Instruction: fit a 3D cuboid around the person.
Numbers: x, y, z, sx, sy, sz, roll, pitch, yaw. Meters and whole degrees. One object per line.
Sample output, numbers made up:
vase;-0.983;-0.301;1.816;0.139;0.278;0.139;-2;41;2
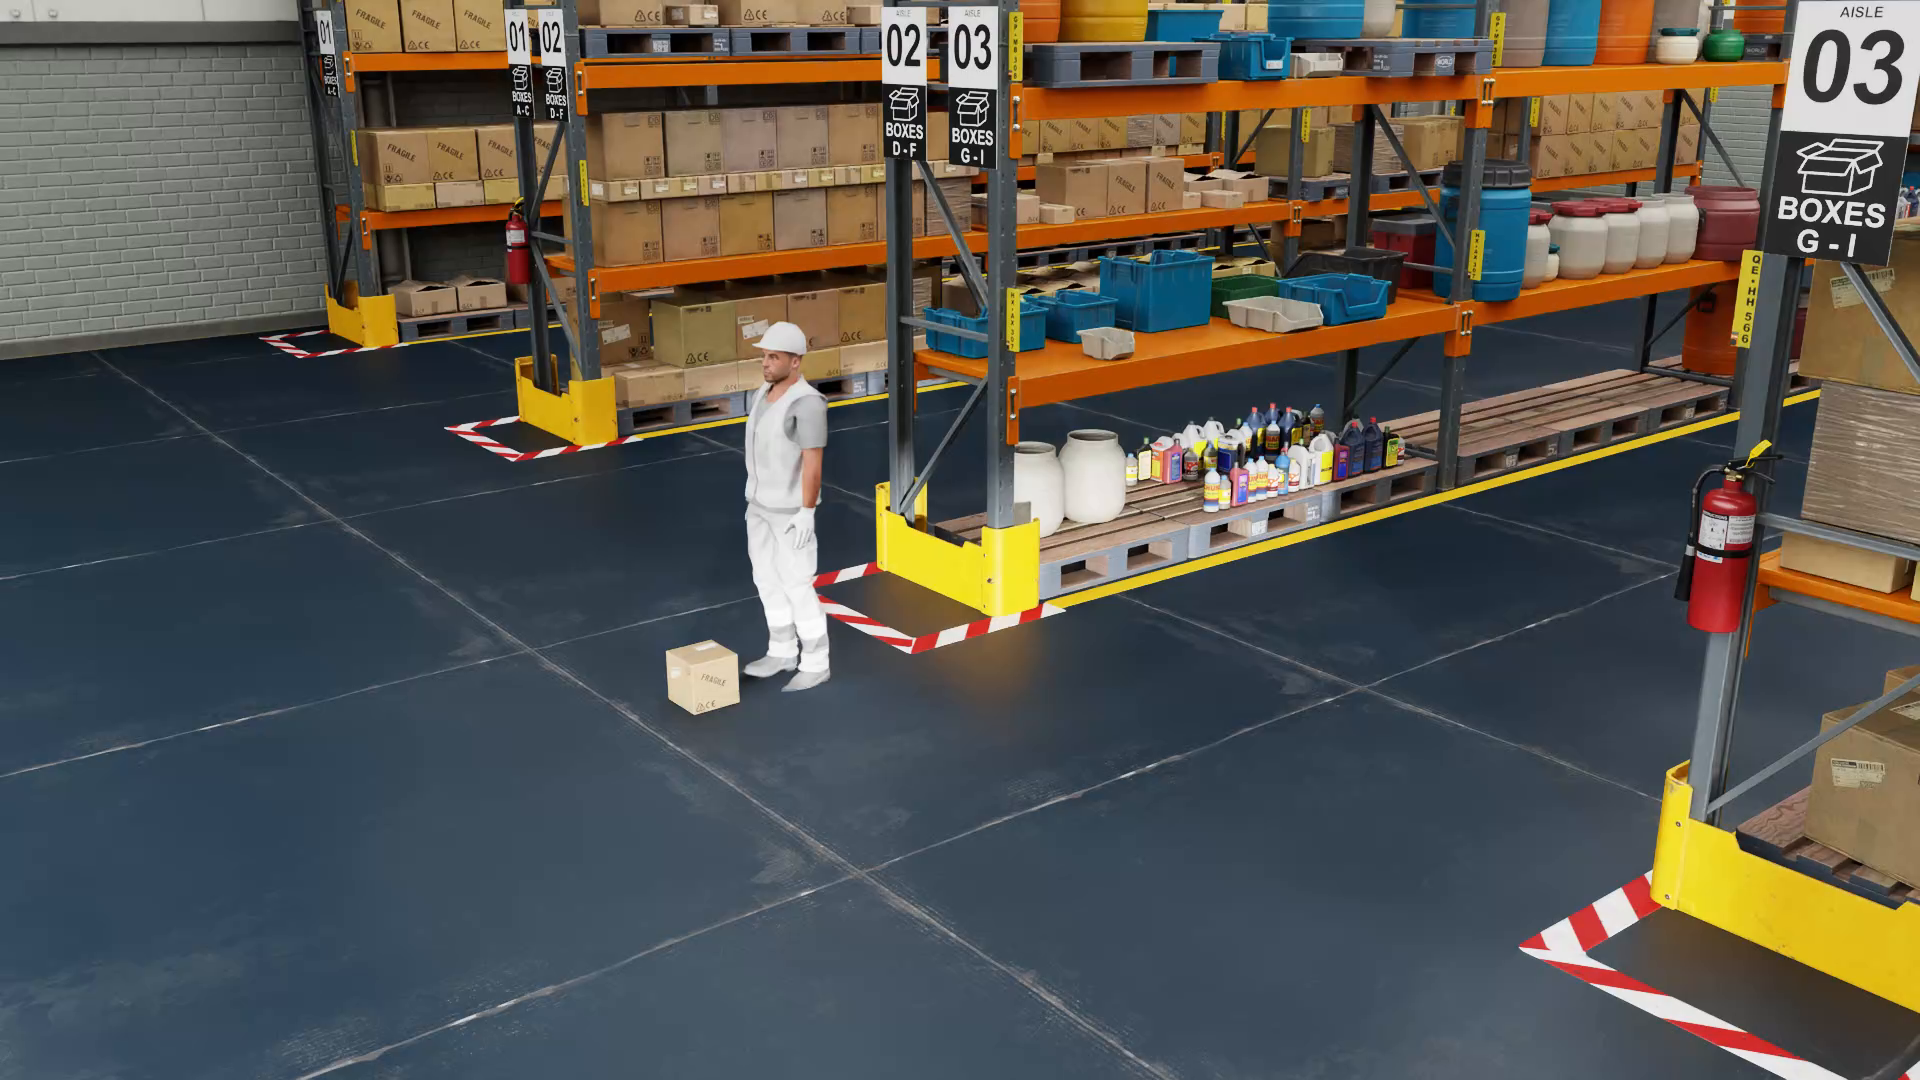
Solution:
person;-0.854;-0.144;8.032;0.349;1.825;0.524;-13;22;-35
